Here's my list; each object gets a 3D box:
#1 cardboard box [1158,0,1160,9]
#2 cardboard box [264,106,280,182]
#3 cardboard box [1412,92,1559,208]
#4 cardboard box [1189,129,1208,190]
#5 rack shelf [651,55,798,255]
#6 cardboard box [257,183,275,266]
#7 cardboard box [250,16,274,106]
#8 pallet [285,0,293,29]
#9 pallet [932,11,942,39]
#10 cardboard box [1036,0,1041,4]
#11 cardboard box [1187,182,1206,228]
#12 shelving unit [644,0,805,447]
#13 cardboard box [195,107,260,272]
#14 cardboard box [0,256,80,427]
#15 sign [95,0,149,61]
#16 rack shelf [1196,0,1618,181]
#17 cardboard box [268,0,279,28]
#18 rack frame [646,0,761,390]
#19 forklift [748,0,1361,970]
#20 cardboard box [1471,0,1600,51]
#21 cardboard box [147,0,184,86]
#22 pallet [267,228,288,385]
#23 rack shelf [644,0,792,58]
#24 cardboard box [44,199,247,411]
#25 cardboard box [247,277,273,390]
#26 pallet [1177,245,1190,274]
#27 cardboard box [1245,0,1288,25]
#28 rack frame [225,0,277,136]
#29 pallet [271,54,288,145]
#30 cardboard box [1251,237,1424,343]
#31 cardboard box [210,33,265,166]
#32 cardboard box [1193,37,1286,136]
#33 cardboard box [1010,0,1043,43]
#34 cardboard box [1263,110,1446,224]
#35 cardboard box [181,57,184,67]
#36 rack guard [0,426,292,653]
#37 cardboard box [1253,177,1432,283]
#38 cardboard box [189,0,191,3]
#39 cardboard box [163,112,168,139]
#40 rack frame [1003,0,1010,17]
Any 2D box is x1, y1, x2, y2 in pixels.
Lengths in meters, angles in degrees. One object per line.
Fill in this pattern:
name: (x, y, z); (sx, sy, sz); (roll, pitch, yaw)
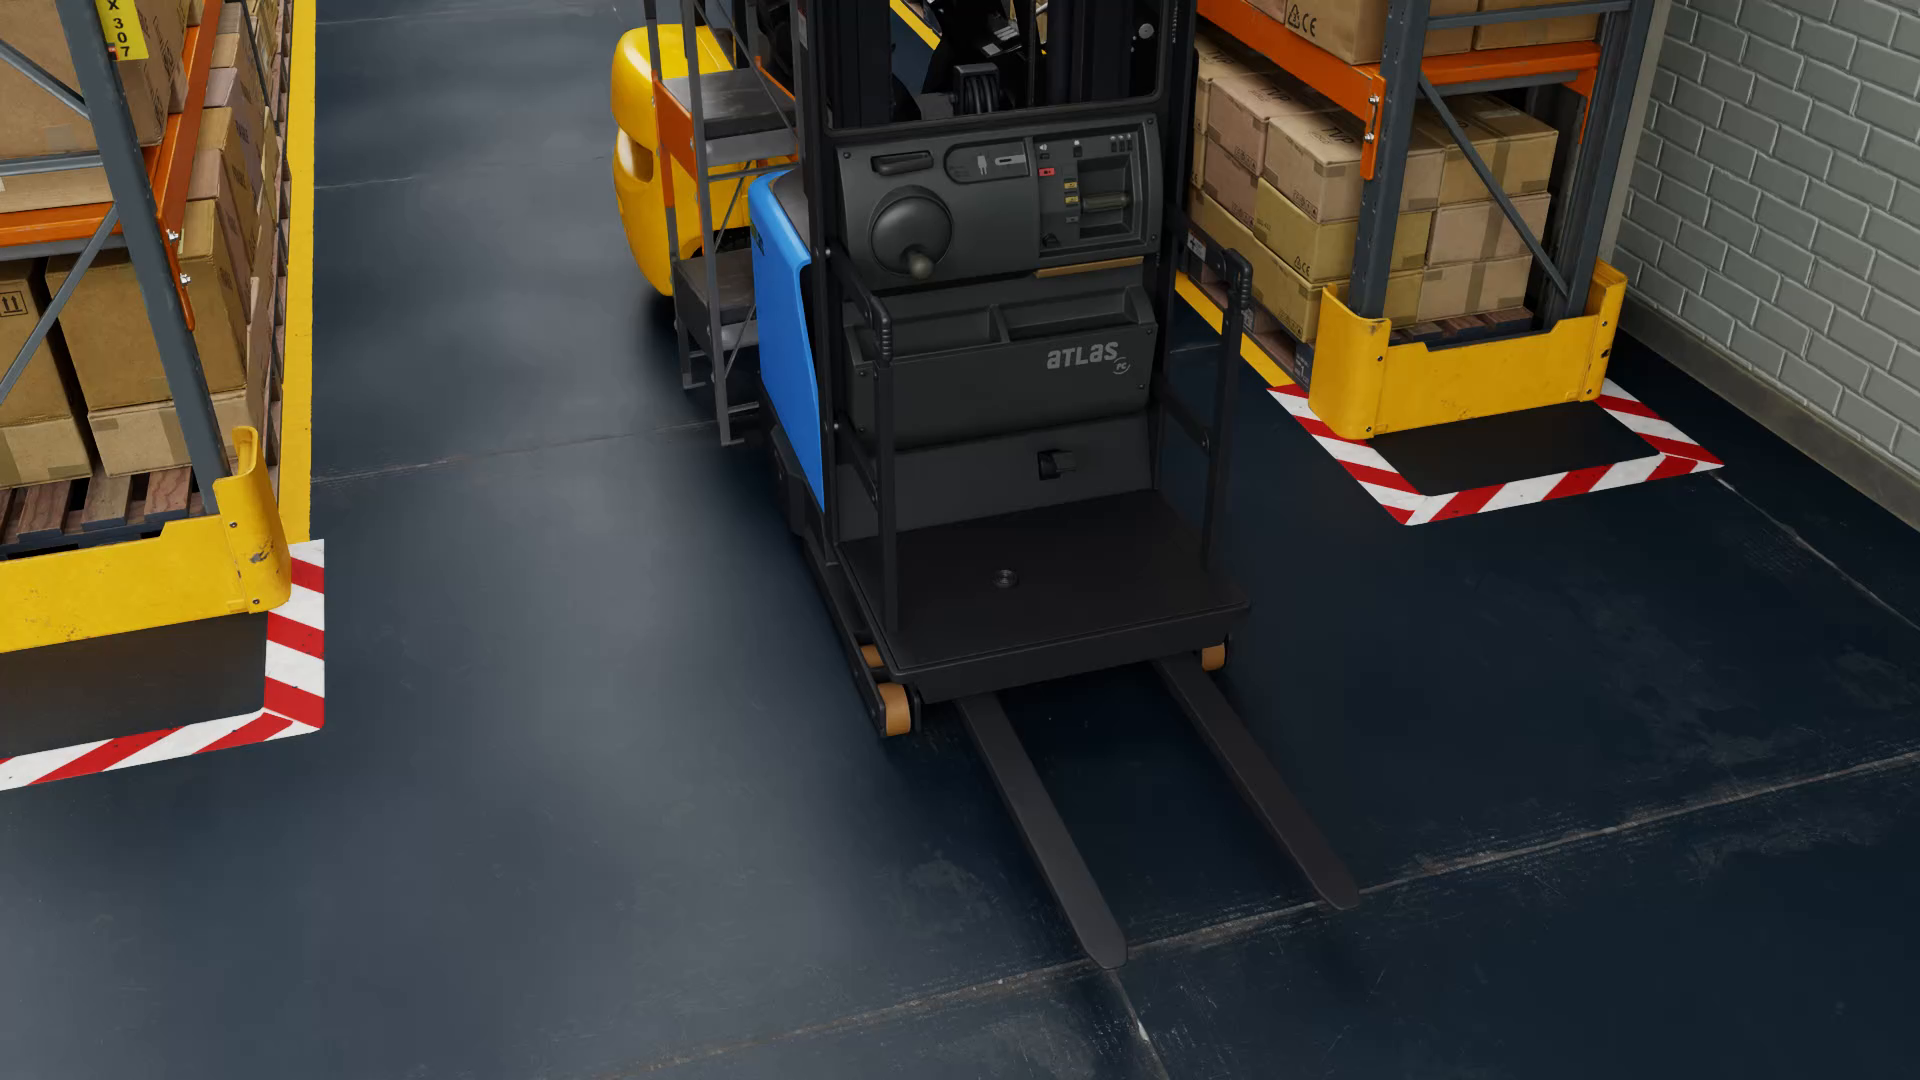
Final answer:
cardboard box: (0.893, -2.533, 8.068); (0.500, 0.250, 0.500); (-9, 34, -13)
cardboard box: (-3.555, -1.850, 7.942); (0.500, 0.250, 0.500); (-8, 34, -13)
cardboard box: (1.989, -1.553, 6.585); (0.500, 0.250, 0.500); (-11, 35, -15)
cardboard box: (1.189, -1.796, 7.406); (0.500, 0.250, 0.500); (-11, 35, -16)
rack shelf: (-0.817, -1.385, 5.963); (0.431, 0.518, 0.480); (-14, 37, -20)
cardboard box: (-3.232, -1.304, 7.116); (0.500, 0.250, 0.500); (-9, 35, -14)
cardboard box: (-4.153, -2.441, 8.725); (0.950, 0.372, 0.625); (-10, 35, -14)
pallet: (-4.974, -3.613, 11.026); (1.003, 0.211, 1.213); (-10, 35, -15)
pallet: (0.473, -3.141, 10.311); (1.003, 0.211, 1.213); (-10, 35, -15)
cardboard box: (0.584, -3.062, 8.869); (0.500, 0.250, 0.500); (-11, 35, -15)
cardboard box: (1.224, -1.572, 7.521); (0.500, 0.250, 0.500); (-10, 35, -14)
shelving unit: (-0.817, -1.397, 5.955); (0.431, 2.100, 0.503); (-14, 37, -20)
cardboard box: (-3.070, -1.349, 6.503); (0.500, 0.500, 0.500); (-9, 35, -14)
cardboard box: (-3.263, -0.704, 5.528); (0.500, 0.500, 0.500); (-10, 35, -14)
sign: (-2.254, -1.439, 4.422); (0.100, 0.325, 0.005); (-10, 35, -15)
rack shelf: (1.345, -2.573, 7.576); (1.077, 0.370, 4.000); (-10, 35, -15)
cardboard box: (-4.589, -3.182, 9.848); (0.950, 0.372, 0.625); (-9, 34, -13)
rack frame: (-0.919, -1.521, 6.139); (0.400, 2.100, 0.015); (-14, 37, -20)
forklift: (0.190, -0.895, 4.446); (1.130, 2.935, 3.031); (-10, 35, -15)
cardboard box: (2.069, -2.172, 6.225); (0.500, 0.500, 0.500); (-9, 34, -13)
cardboard box: (-2.812, -1.719, 5.271); (0.500, 0.500, 0.500); (-9, 35, -13)
pallet: (-3.377, -0.935, 6.974); (1.003, 0.211, 1.213); (-10, 35, -15)
rack shelf: (-0.815, -1.966, 5.572); (0.431, 0.518, 0.480); (-14, 37, -20)
cardboard box: (-2.761, -0.810, 5.688); (0.500, 0.500, 0.500); (-11, 35, -16)
cardboard box: (-2.902, -0.754, 6.284); (0.500, 0.250, 0.500); (-9, 34, -13)
pallet: (1.314, -1.694, 8.122); (1.003, 0.211, 1.213); (-10, 35, -15)
cardboard box: (1.406, -2.353, 6.500); (0.500, 0.500, 0.500); (-9, 34, -13)
rack frame: (-3.991, -3.087, 7.701); (1.000, 3.000, 0.127); (-10, 35, -15)
pallet: (-4.230, -2.332, 9.088); (1.003, 0.211, 1.213); (-10, 35, -15)
cardboard box: (1.511, -1.045, 6.724); (0.500, 0.250, 0.500); (-10, 35, -14)
cardboard box: (-3.398, -1.896, 7.331); (0.500, 0.500, 0.500); (-9, 35, -14)
cardboard box: (1.193, -1.988, 7.244); (0.500, 0.250, 0.500); (-10, 35, -14)
cardboard box: (0.589, -2.854, 9.008); (0.500, 0.250, 0.500); (-10, 35, -15)
cardboard box: (1.518, -1.458, 6.442); (0.500, 0.250, 0.500); (-9, 34, -13)
cardboard box: (-2.916, -1.649, 5.753); (0.380, 0.149, 0.250); (-9, 35, -13)
rack guard: (-2.794, 0.016, 5.272); (1.175, 0.500, 0.348); (-10, 35, -15)
cardboard box: (1.509, -1.263, 6.600); (0.500, 0.250, 0.500); (-10, 35, -15)
cardboard box: (-3.132, -2.252, 6.077); (0.500, 0.500, 0.500); (-11, 35, -16)
cardboard box: (-2.771, -1.378, 5.343); (0.380, 0.149, 0.250); (-11, 35, -16)
rack frame: (0.735, -3.924, 8.967); (1.000, 3.000, 0.127); (-10, 35, -15)
